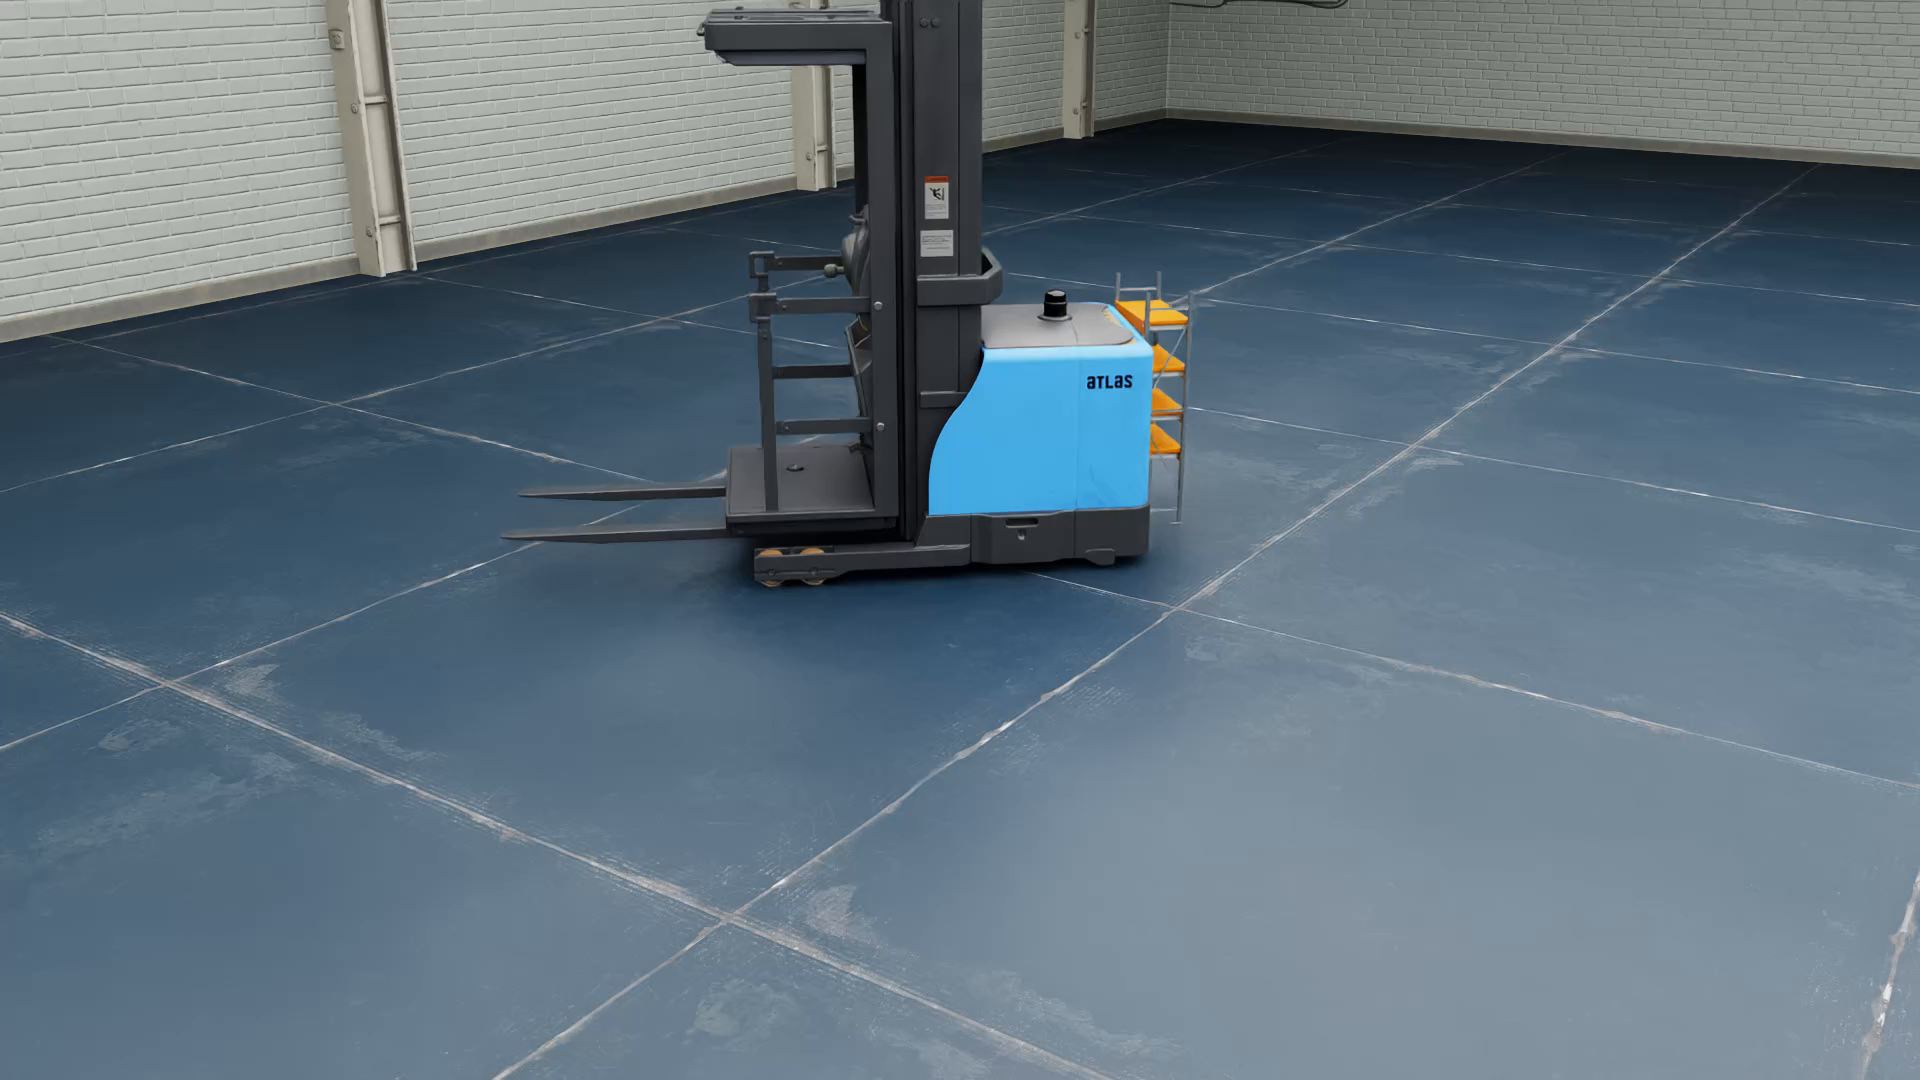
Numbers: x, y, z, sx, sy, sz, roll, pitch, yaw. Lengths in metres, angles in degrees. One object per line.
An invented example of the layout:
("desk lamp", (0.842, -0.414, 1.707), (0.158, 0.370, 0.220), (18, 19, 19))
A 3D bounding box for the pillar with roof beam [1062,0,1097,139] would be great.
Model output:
("pillar with roof beam", (5.259, -9.195, 20.153), (9.100, 9.000, 0.400), (13, 24, 32))

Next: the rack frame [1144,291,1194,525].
("rack frame", (1.013, -0.637, 8.255), (0.240, 1.200, 0.015), (-4, 21, -12))

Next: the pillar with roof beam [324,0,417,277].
("pillar with roof beam", (-1.487, -5.752, 10.845), (9.100, 9.000, 0.400), (13, 24, 32))

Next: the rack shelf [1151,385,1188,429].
("rack shelf", (0.961, -0.657, 8.502), (0.258, 0.148, 0.480), (-4, 21, -12))

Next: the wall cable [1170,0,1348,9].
("wall cable", (4.448, -9.166, 24.550), (3.097, 2.526, 0.112), (13, 24, 32))

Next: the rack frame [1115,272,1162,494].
("rack frame", (0.910, -0.803, 8.703), (0.240, 1.200, 0.015), (-4, 21, -12))

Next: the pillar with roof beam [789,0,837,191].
("pillar with roof beam", (1.886, -7.474, 15.499), (9.100, 9.000, 0.400), (13, 24, 32))

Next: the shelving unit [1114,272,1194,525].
("shelving unit", (0.961, -0.720, 8.479), (0.258, 1.200, 0.503), (-4, 21, -12))

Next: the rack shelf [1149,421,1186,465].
("rack shelf", (0.959, -0.470, 8.571), (0.258, 0.148, 0.480), (-4, 21, -12))

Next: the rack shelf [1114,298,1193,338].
("rack shelf", (0.964, -1.089, 8.343), (0.258, 0.148, 0.480), (-4, 21, -12))

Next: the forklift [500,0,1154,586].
("forklift", (-0.653, -1.354, 7.702), (3.031, 2.935, 1.130), (-2, 20, -6))

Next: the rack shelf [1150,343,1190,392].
("rack shelf", (0.962, -0.867, 8.425), (0.258, 0.148, 0.480), (-4, 21, -12))
